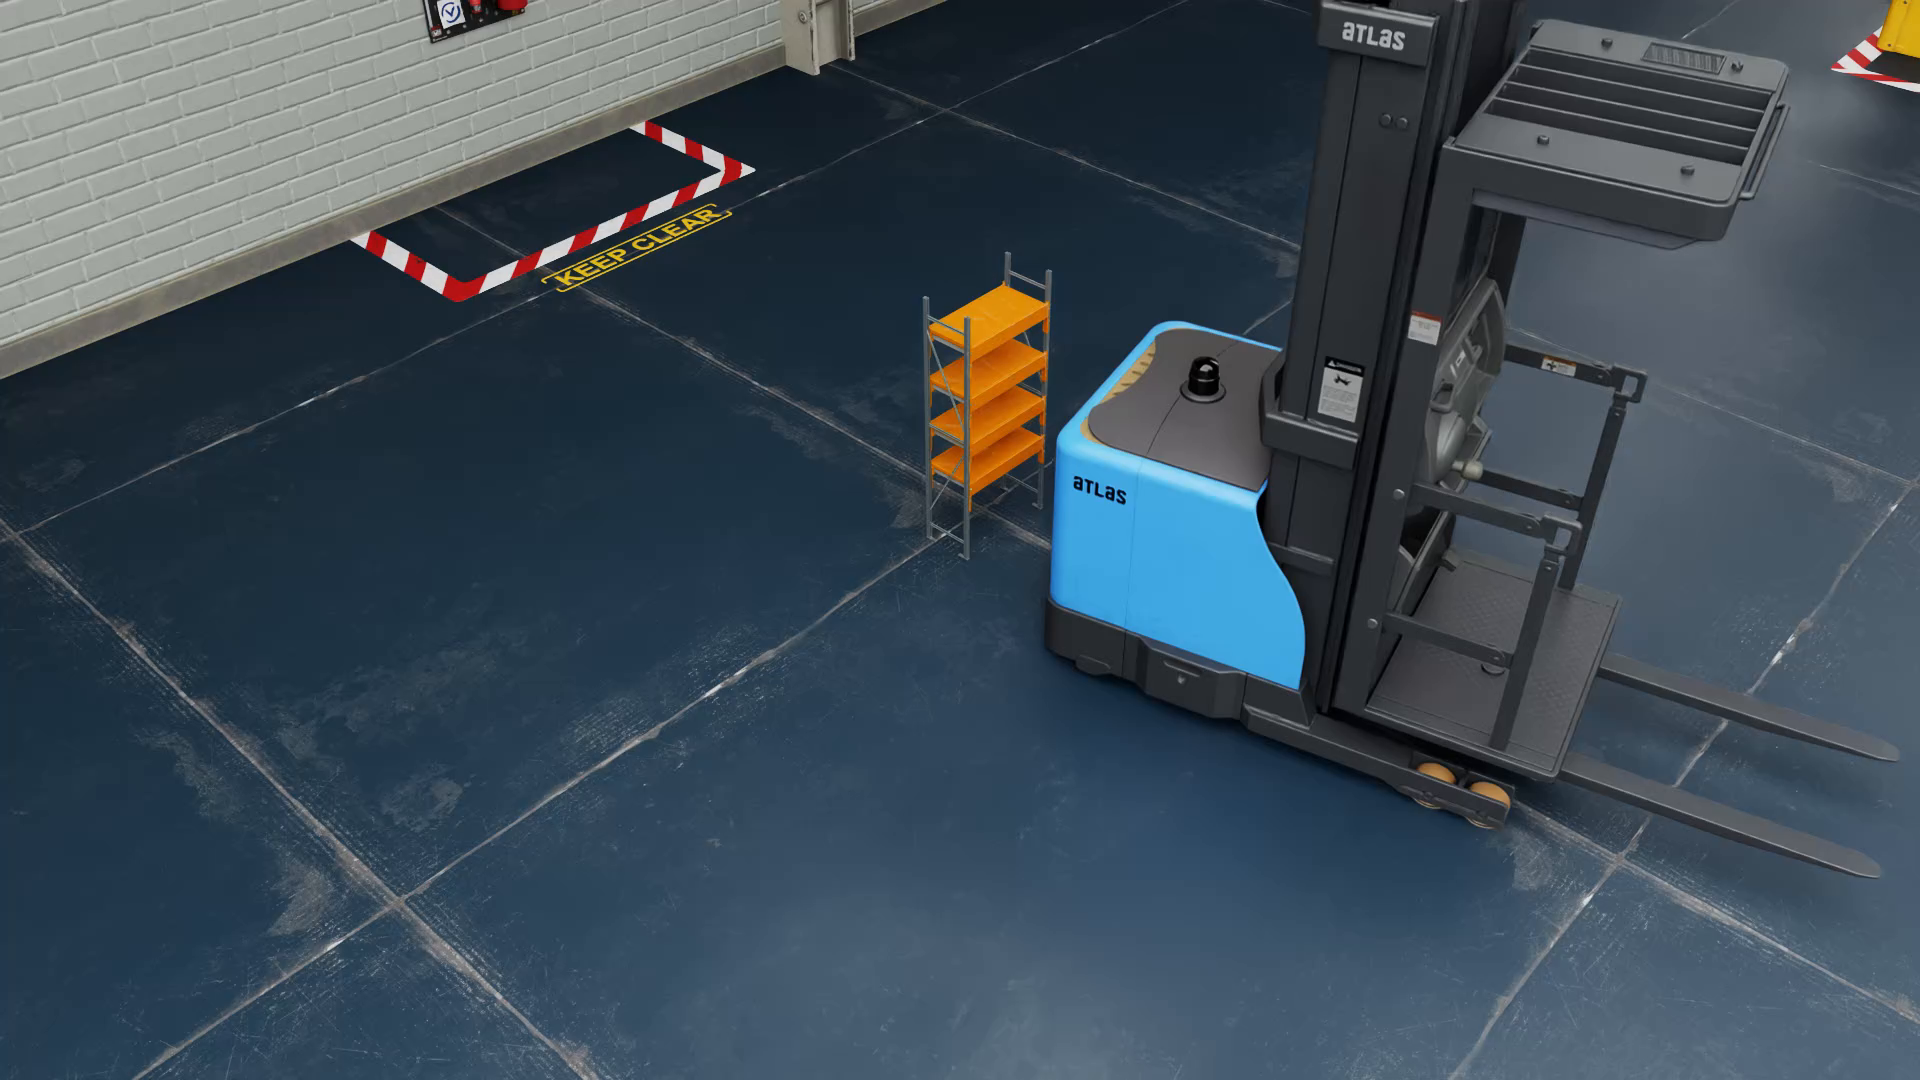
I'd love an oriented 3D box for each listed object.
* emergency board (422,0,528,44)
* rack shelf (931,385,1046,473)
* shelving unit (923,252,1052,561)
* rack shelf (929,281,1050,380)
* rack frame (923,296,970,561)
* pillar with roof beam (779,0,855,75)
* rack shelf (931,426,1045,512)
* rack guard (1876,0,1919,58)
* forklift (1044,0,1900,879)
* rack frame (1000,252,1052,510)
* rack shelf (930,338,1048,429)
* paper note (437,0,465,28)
[{"bbox_3d":[-2.656,-3.332,9.030,0.194,1.169,0.643,30,47,32],"label":"emergency board"},{"bbox_3d":[0.112,-0.493,7.014,0.258,0.148,0.480,30,47,32],"label":"rack shelf"},{"bbox_3d":[0.112,-0.546,6.972,0.258,1.200,0.503,30,47,32],"label":"shelving unit"},{"bbox_3d":[0.112,-0.853,6.728,0.258,0.148,0.480,30,47,32],"label":"rack shelf"},{"bbox_3d":[-0.053,-0.434,6.831,0.240,1.200,0.015,30,47,32],"label":"rack frame"},{"bbox_3d":[2.217,-4.991,6.297,9.100,9.000,0.400,30,47,32],"label":"pillar with roof beam"},{"bbox_3d":[0.112,-0.338,7.138,0.258,0.148,0.480,30,47,32],"label":"rack shelf"},{"bbox_3d":[6.896,-3.455,11.193,1.175,0.500,0.348,30,47,32],"label":"rack guard"},{"bbox_3d":[1.875,-0.496,5.519,3.031,2.935,1.130,19,42,22],"label":"forklift"},{"bbox_3d":[0.276,-0.658,7.113,0.240,1.200,0.015,30,47,32],"label":"rack frame"},{"bbox_3d":[0.112,-0.668,6.875,0.258,0.148,0.480,30,47,32],"label":"rack shelf"},{"bbox_3d":[-2.826,-2.934,9.238,0.016,0.148,0.142,30,47,32],"label":"paper note"}]
